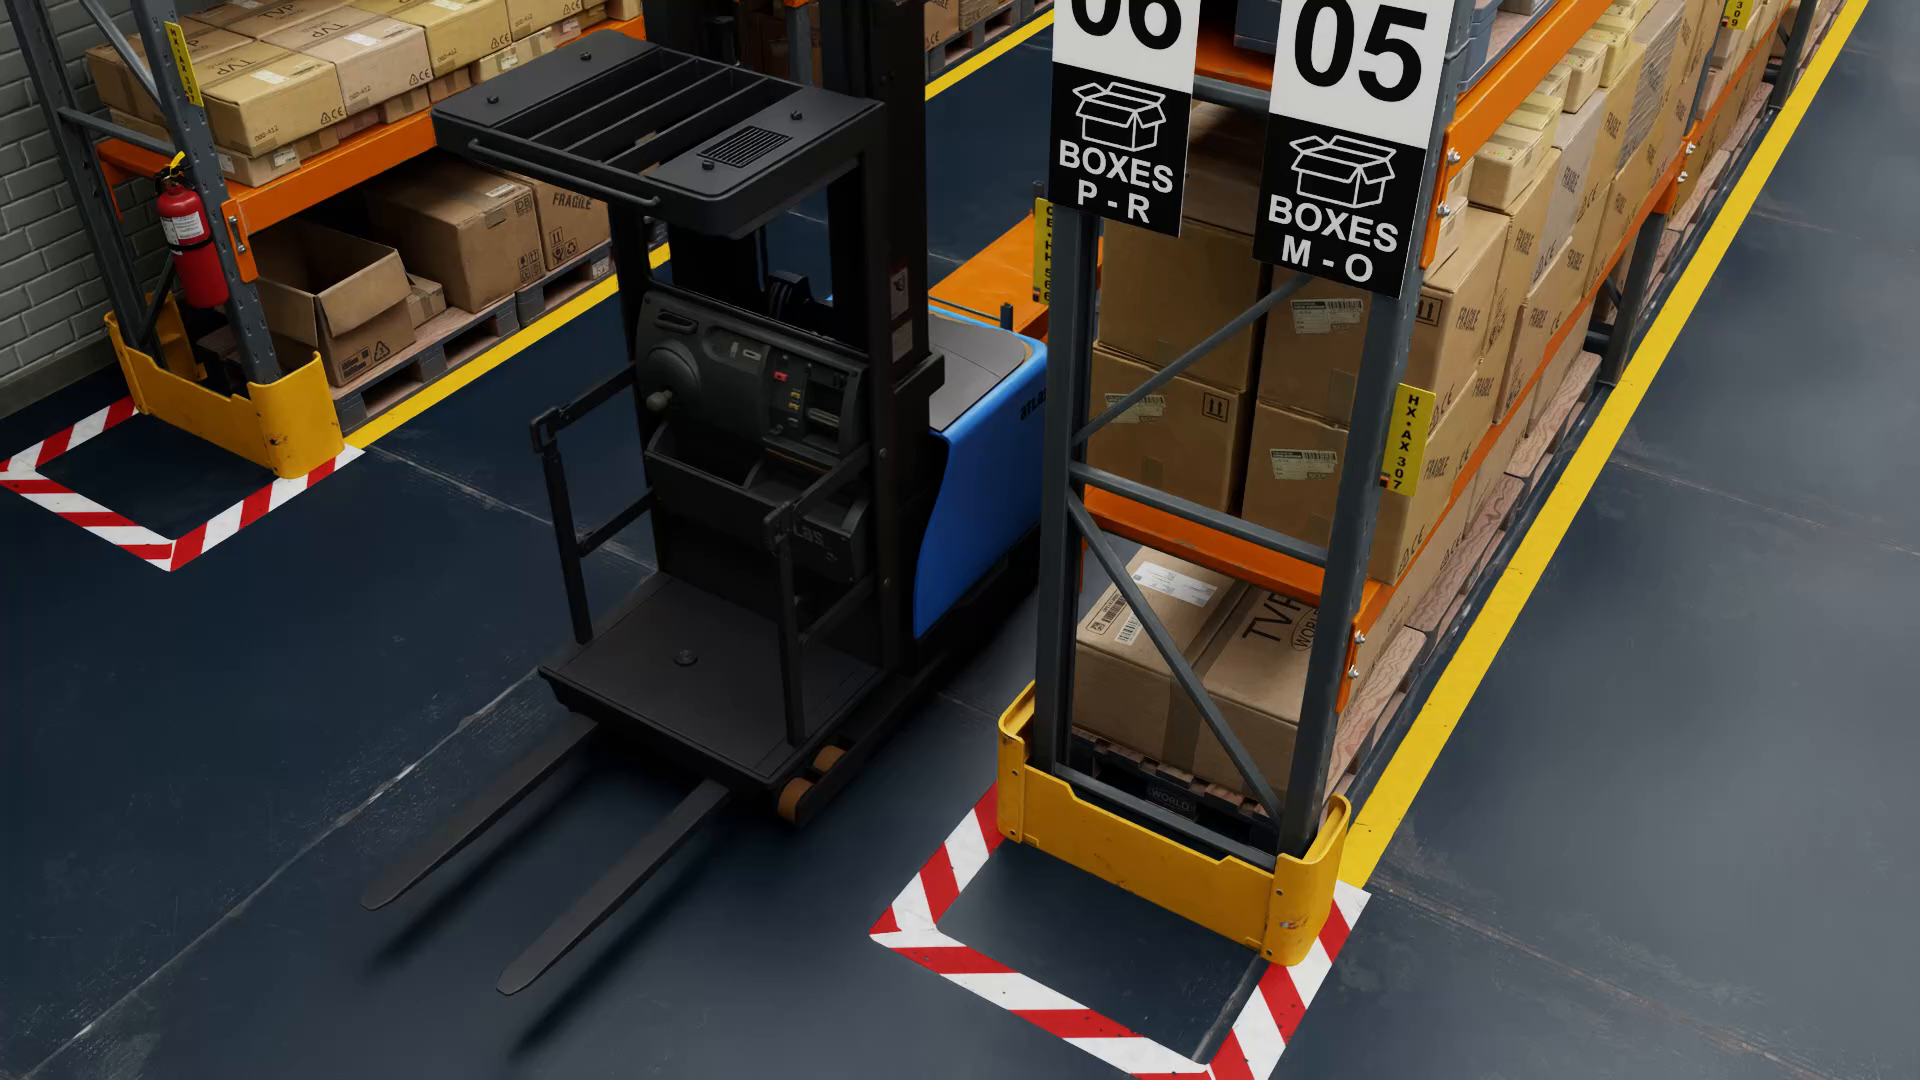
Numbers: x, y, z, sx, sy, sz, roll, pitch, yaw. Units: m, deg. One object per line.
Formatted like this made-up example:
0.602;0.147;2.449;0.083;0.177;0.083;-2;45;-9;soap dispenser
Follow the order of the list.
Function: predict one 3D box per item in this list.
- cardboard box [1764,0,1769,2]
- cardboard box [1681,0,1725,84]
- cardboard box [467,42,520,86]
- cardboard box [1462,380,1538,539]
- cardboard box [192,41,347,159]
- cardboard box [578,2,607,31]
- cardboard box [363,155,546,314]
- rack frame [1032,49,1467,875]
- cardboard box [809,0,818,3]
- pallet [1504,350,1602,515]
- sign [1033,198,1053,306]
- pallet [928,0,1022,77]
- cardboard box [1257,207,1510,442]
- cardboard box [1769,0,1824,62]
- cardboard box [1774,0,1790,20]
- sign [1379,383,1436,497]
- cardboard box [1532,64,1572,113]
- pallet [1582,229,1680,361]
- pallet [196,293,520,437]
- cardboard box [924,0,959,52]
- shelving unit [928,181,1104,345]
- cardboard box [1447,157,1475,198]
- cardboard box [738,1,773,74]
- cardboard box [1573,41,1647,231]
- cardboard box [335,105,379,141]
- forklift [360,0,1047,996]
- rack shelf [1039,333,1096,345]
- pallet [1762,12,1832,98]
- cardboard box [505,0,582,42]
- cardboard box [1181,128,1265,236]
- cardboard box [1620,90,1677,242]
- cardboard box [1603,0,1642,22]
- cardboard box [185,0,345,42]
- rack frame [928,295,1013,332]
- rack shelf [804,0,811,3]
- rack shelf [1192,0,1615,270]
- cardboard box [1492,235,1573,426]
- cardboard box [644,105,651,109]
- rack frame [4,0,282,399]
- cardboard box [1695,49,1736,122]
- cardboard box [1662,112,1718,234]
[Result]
3.870;-2.933;8.312;0.500;0.250;0.500;22;43;26;cardboard box
2.828;-2.233;6.789;0.500;0.500;0.500;21;42;25;cardboard box
-2.349;-2.318;8.006;0.380;0.149;0.250;20;42;24;cardboard box
1.941;-0.532;7.238;0.875;0.438;0.875;20;42;24;cardboard box
-3.018;-1.895;7.130;0.500;0.250;0.500;21;42;25;cardboard box
-2.053;-2.759;8.578;0.380;0.149;0.250;22;43;26;cardboard box
-2.590;-1.579;8.545;0.700;0.500;0.500;23;43;27;cardboard box
0.704;-0.069;4.882;1.000;3.000;0.127;21;42;25;rack frame
-0.980;-3.421;10.160;0.380;0.149;0.250;20;42;24;cardboard box
2.374;-0.660;7.933;1.003;0.211;1.213;21;42;25;pallet
0.253;-0.806;4.696;0.100;0.325;0.005;21;42;25;sign
-0.289;-3.711;11.891;1.003;0.211;1.213;21;42;25;pallet
1.202;-0.659;4.747;0.500;0.500;0.500;20;42;24;cardboard box
5.301;-3.606;11.280;0.950;0.372;0.625;18;41;22;cardboard box
4.145;-2.993;8.798;0.500;0.250;0.500;20;42;24;cardboard box
1.170;-0.258;4.354;0.100;0.325;0.005;21;42;25;sign
1.666;-1.403;5.181;0.380;0.149;0.250;22;43;26;cardboard box
3.197;-1.449;8.957;1.003;0.211;1.213;21;42;25;pallet
-3.022;-1.036;8.422;1.003;0.211;1.213;21;42;25;pallet
-0.349;-3.638;11.216;0.500;0.500;0.500;20;42;24;cardboard box
0.271;-0.827;7.402;0.538;1.125;1.048;21;43;25;shelving unit
1.208;-1.012;4.674;0.380;0.149;0.250;22;43;26;cardboard box
-1.333;-3.279;10.750;0.500;0.500;0.500;21;42;25;cardboard box
2.009;-1.453;5.777;0.500;0.500;0.500;21;42;25;cardboard box
-2.873;-1.964;7.546;0.380;0.149;0.250;21;42;25;cardboard box
-0.837;-0.477;5.468;1.130;2.935;3.031;22;43;25;forklift
0.271;-0.634;7.551;0.538;0.278;1.000;21;43;25;rack shelf
5.410;-3.491;11.605;1.003;0.211;1.213;21;42;25;pallet
-2.224;-2.688;8.159;0.500;0.250;0.500;20;42;24;cardboard box
0.727;-1.012;4.673;0.380;0.149;0.250;22;43;26;cardboard box
2.544;-1.581;6.762;0.500;0.500;0.500;20;42;24;cardboard box
2.094;-1.790;5.684;0.380;0.149;0.250;21;42;25;cardboard box
-3.189;-2.338;7.705;0.500;0.250;0.500;21;42;25;cardboard box
-0.005;-0.566;7.063;0.500;1.125;0.032;21;43;25;rack frame
-0.274;-4.499;11.218;1.077;0.370;4.000;21;42;25;rack shelf
1.776;-2.003;5.524;1.077;0.370;4.000;21;42;25;rack shelf
1.739;-0.788;5.734;0.500;0.500;0.500;21;42;25;cardboard box
-1.899;-2.591;10.012;0.500;0.311;0.500;23;43;27;cardboard box
-3.489;-1.690;6.986;1.000;3.000;0.127;21;42;25;rack frame
3.306;-2.212;7.785;0.500;0.250;0.500;20;42;24;cardboard box
3.589;-2.270;9.134;0.875;0.875;0.875;22;43;26;cardboard box
